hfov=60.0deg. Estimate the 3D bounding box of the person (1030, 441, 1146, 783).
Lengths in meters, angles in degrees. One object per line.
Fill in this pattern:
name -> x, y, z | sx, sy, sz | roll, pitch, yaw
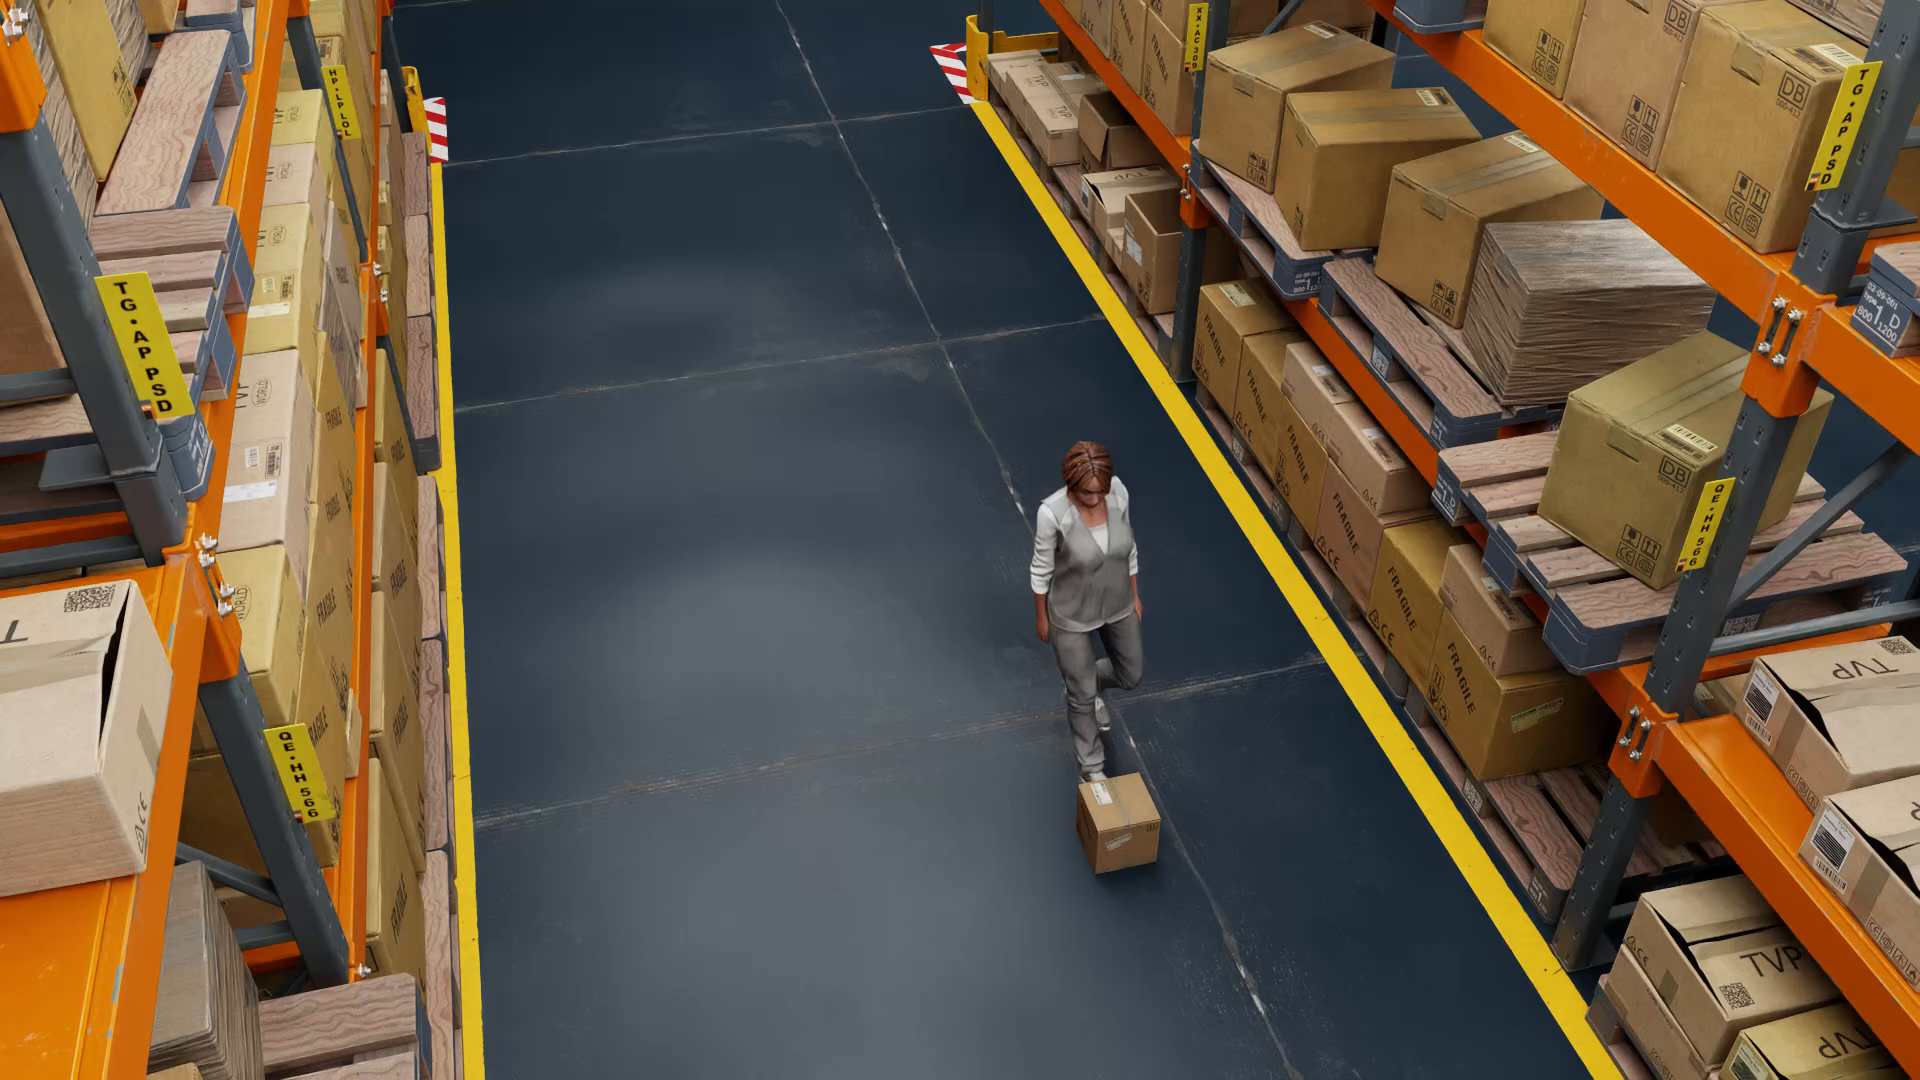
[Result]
person -> 0.511, 0.295, 6.331 | 0.445, 1.565, 0.612 | -17, 42, -20
